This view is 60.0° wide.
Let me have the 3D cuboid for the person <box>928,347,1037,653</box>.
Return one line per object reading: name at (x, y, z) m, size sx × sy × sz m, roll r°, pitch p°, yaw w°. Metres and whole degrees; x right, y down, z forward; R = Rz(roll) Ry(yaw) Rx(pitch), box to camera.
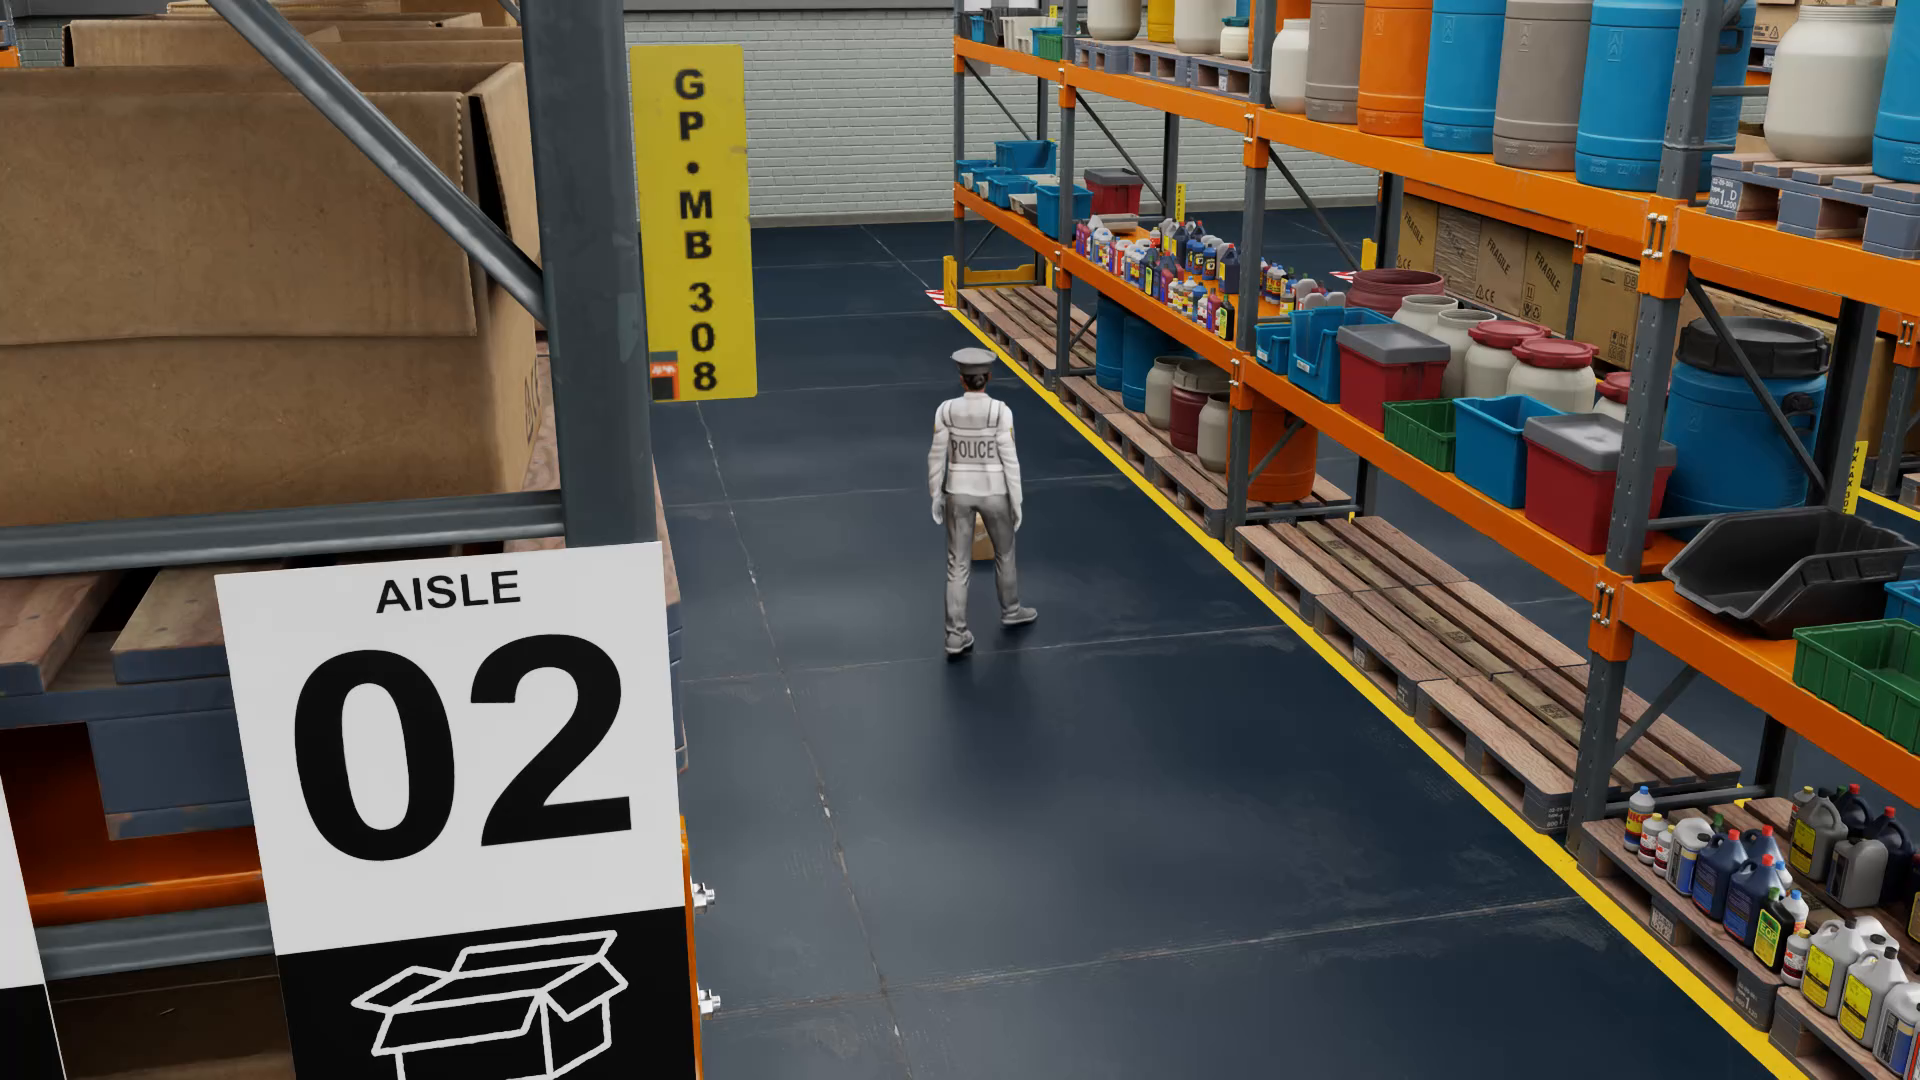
person at (0.105, -0.232, 9.208) m, size 0.567 × 1.647 × 0.766 m, roll 4°, pitch 20°, yaw 11°
